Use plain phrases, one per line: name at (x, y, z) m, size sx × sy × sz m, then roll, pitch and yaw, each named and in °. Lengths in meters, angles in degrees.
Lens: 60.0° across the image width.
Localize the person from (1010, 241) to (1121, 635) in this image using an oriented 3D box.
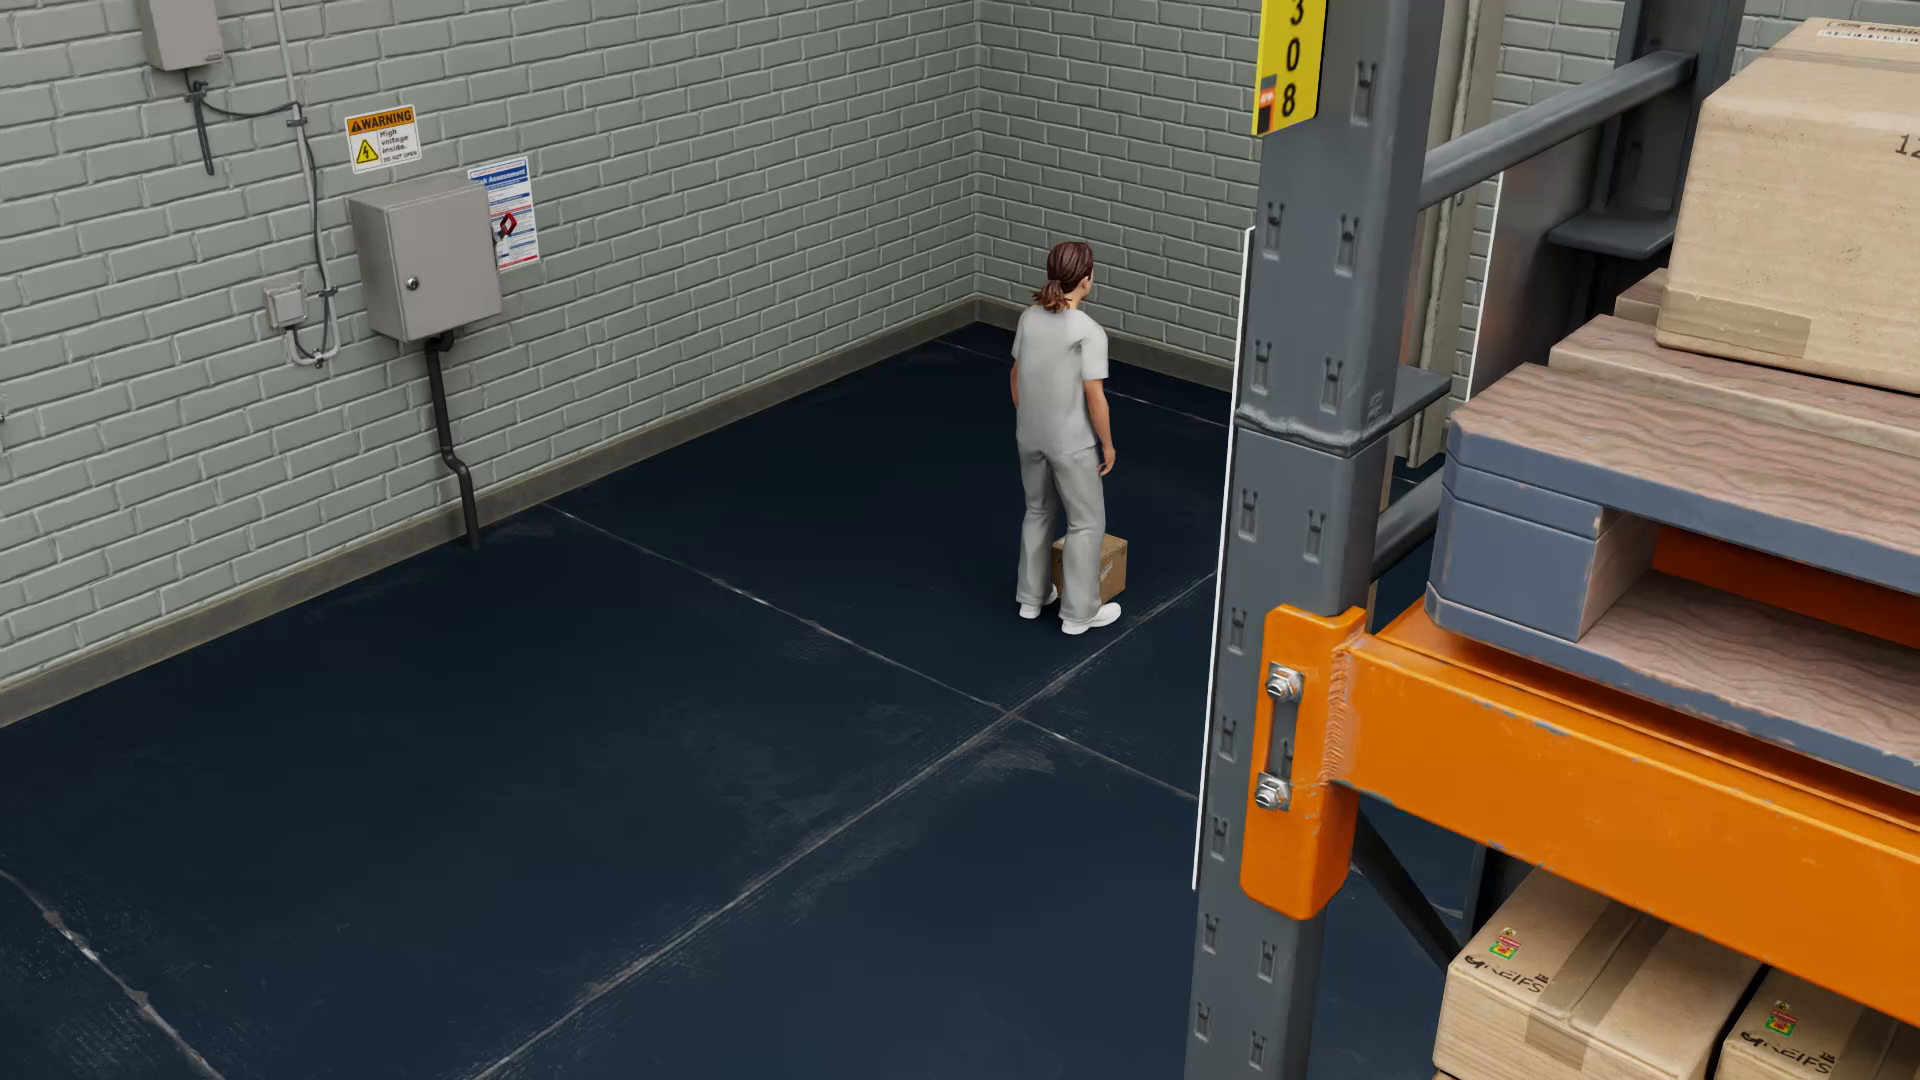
person at (0.423, -0.417, 6.923) m, size 0.486 × 1.673 × 0.357 m, roll 21°, pitch 34°, yaw 35°
